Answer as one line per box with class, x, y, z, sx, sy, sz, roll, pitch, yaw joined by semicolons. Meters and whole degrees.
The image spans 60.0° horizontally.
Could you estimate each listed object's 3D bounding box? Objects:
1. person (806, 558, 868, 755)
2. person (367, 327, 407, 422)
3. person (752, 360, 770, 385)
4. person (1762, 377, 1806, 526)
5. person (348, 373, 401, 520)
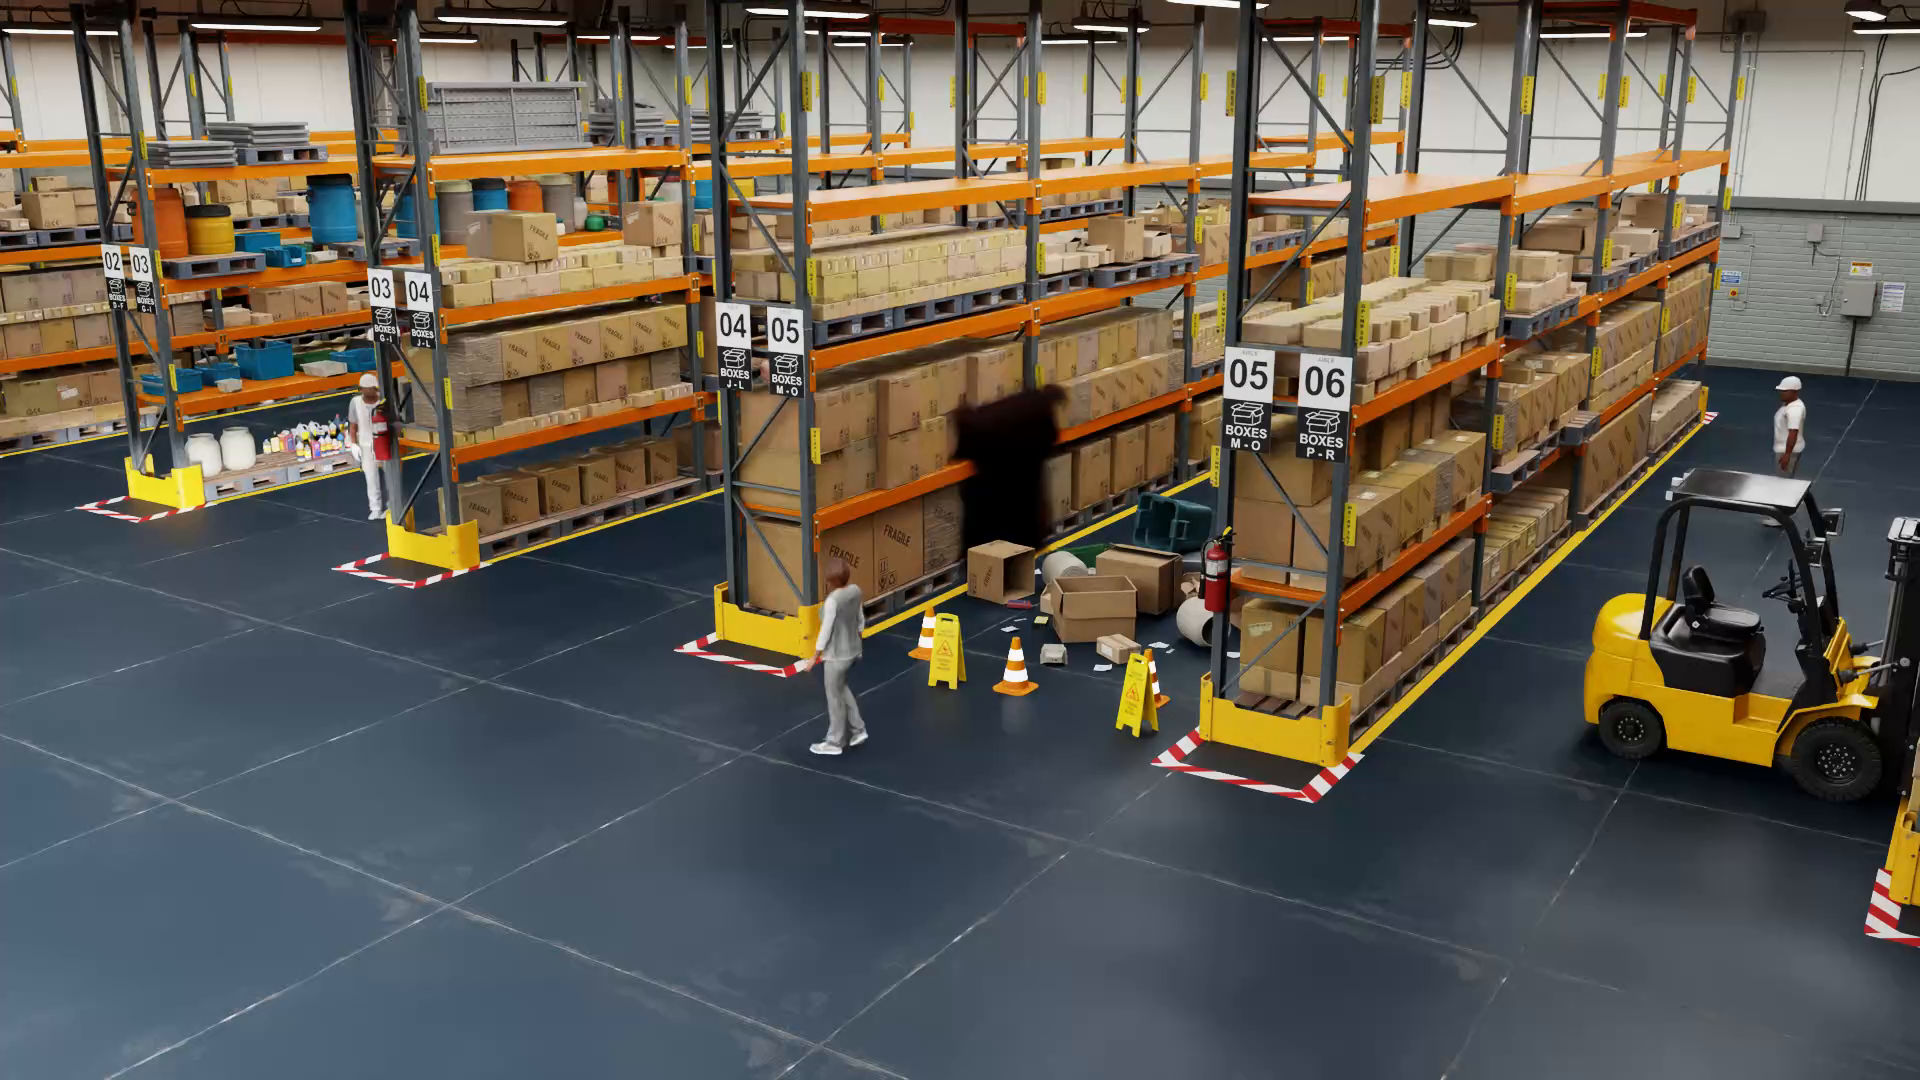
person;-0.965;0.912;12.972;0.425;1.615;0.476;6;17;22
person;-8.693;-2.595;25.241;0.619;1.779;0.663;-3;16;-11
person;-2.238;-1.265;19.465;0.429;1.698;0.551;4;16;13
person;9.785;-1.054;19.702;0.379;1.767;0.613;11;19;35
person;-7.005;-1.126;19.968;0.588;1.792;0.451;-4;16;-14
